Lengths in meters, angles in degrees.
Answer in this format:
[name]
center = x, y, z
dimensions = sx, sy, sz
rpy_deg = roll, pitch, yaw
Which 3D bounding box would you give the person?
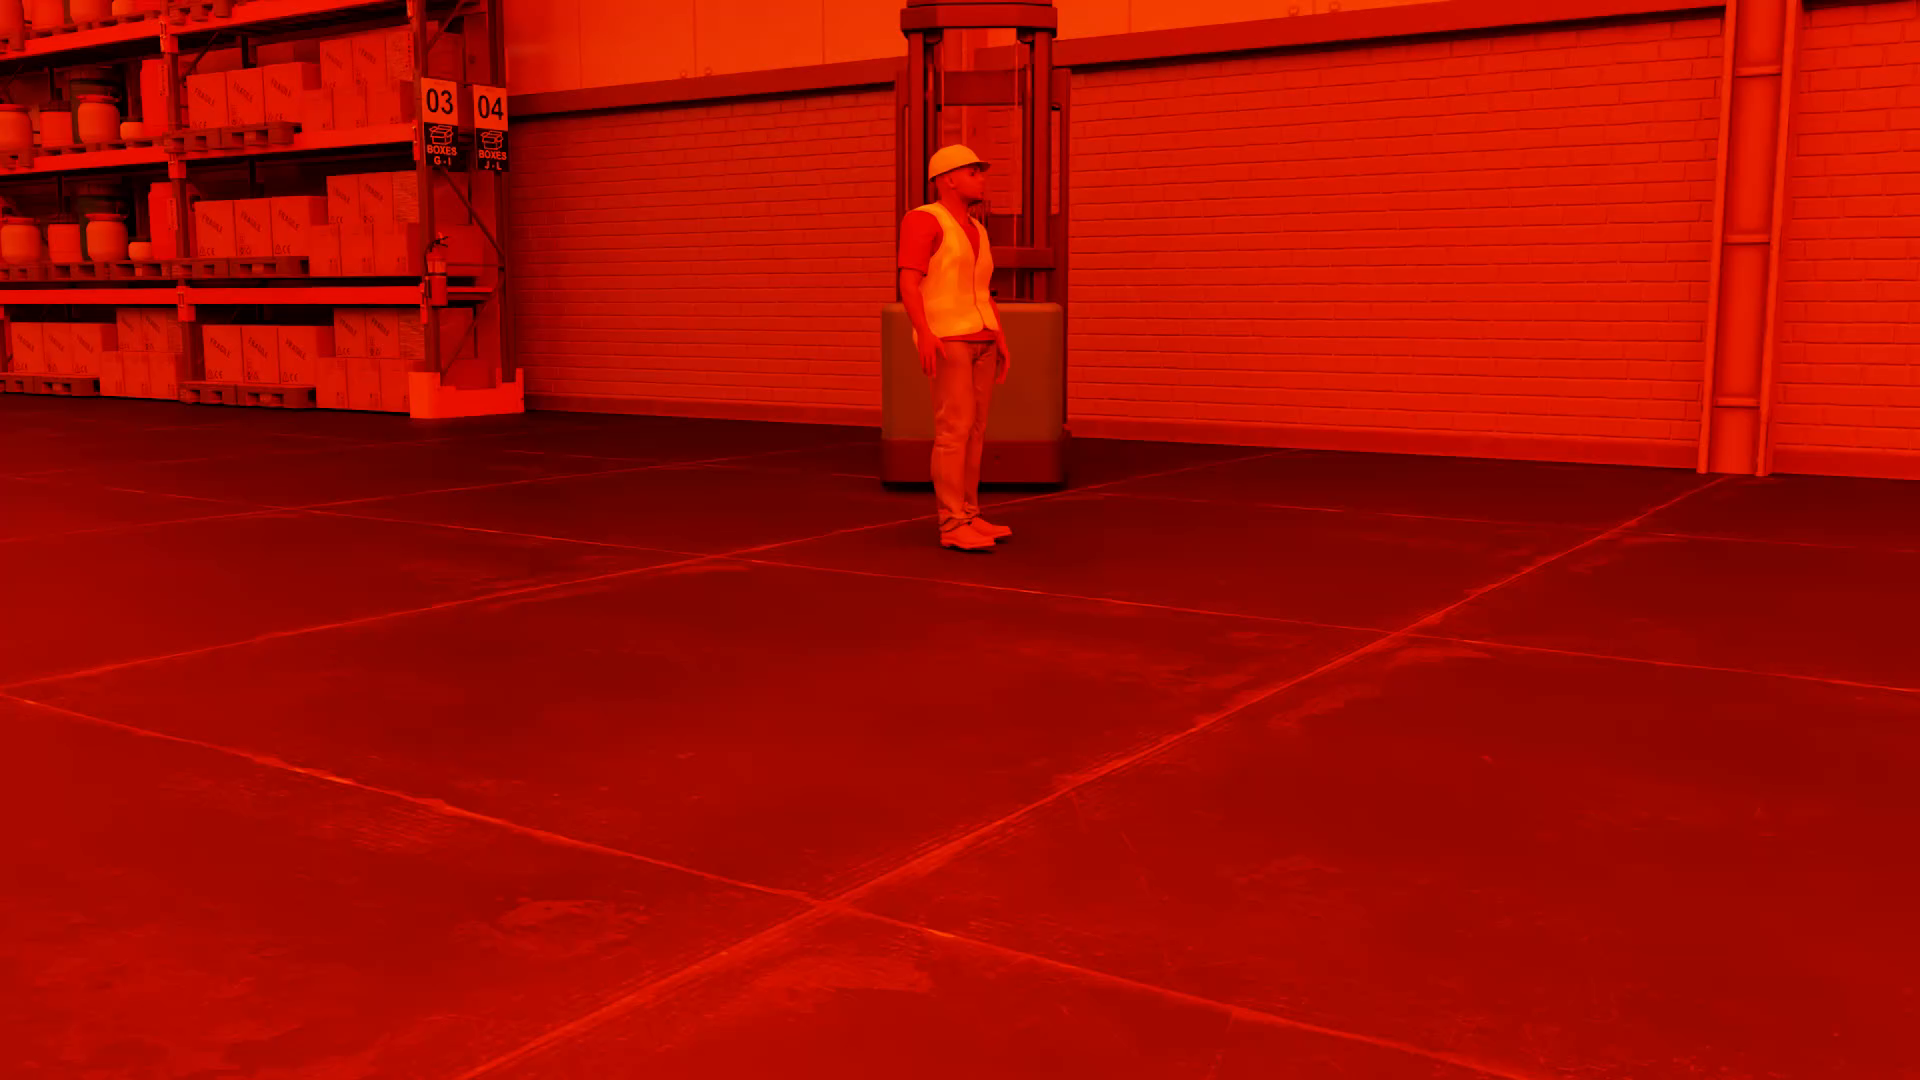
[person]
center = 0.054, -0.875, 7.435
dimensions = 0.577, 1.765, 0.666
rpy_deg = 5, 10, 34

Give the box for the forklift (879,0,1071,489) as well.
[forklift]
center = 0.155, -1.916, 10.665
dimensions = 1.130, 2.935, 3.031
rpy_deg = 1, 8, 4
